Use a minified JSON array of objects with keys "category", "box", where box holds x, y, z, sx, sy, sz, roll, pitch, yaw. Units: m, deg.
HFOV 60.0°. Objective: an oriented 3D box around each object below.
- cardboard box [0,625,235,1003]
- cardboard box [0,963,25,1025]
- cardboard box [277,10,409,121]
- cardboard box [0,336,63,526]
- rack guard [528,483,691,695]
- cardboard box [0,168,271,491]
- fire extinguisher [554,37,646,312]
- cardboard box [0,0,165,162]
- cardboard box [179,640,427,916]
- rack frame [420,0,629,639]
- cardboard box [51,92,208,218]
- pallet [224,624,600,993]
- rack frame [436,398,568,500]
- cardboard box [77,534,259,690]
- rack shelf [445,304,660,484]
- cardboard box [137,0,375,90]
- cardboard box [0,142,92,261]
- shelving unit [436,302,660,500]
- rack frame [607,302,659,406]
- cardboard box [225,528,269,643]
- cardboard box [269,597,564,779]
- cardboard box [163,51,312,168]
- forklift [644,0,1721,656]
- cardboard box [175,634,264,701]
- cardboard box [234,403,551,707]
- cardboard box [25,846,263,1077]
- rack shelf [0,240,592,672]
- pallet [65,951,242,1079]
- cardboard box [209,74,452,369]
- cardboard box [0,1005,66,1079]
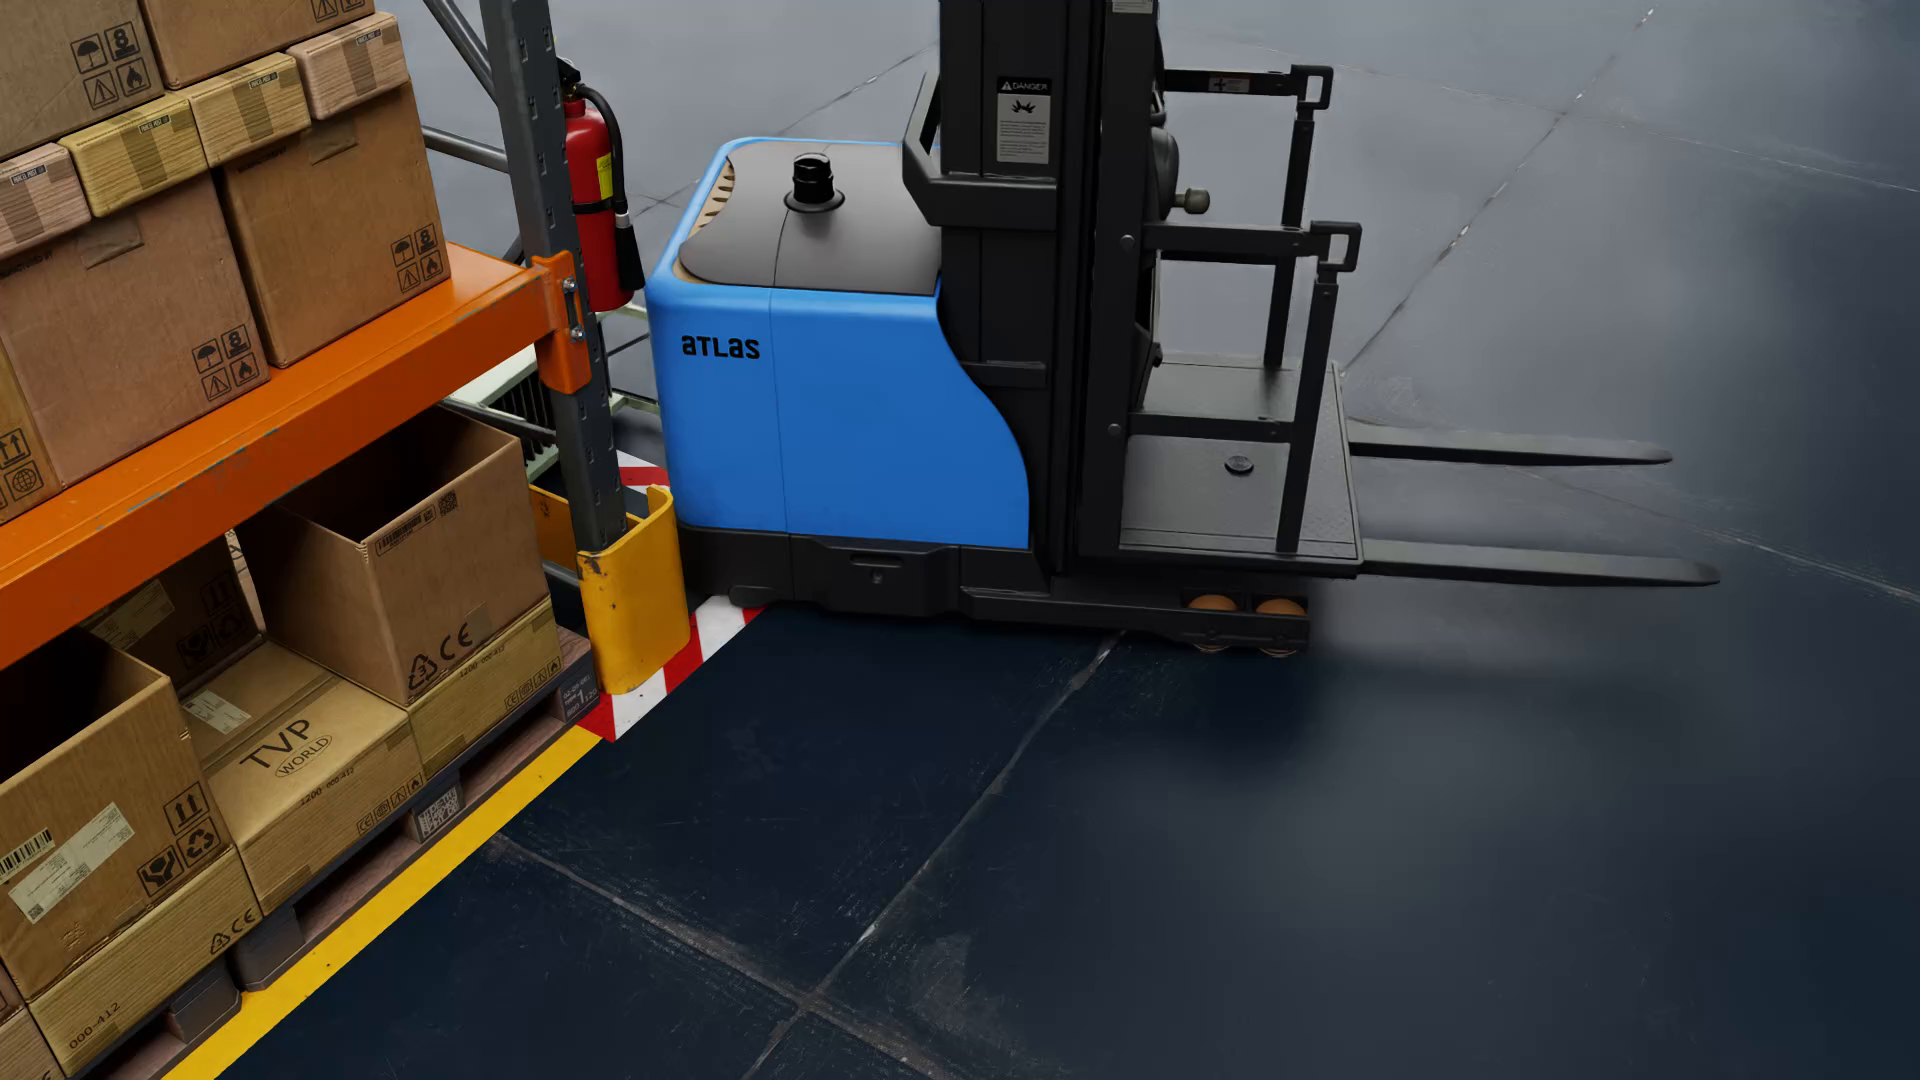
[{"category":"cardboard box","box":[-1.922,0.517,3.417,0.500,0.500,0.500,21,42,25]},{"category":"cardboard box","box":[-2.191,0.774,3.083,0.500,0.500,0.500,21,42,25]},{"category":"cardboard box","box":[-1.407,-1.040,3.529,0.380,0.149,0.250,20,42,24]},{"category":"cardboard box","box":[-2.172,-0.280,3.074,0.700,0.500,0.500,21,43,25]},{"category":"rack guard","box":[-1.350,-0.025,4.873,1.175,0.500,0.348,21,42,25]},{"category":"cardboard box","box":[-1.901,-0.534,3.404,0.700,0.500,0.500,22,43,26]},{"category":"fire extinguisher","box":[-0.907,-0.881,4.000,0.296,0.674,0.183,21,42,25]},{"category":"cardboard box","box":[-1.929,-1.020,2.971,0.700,0.500,0.500,20,42,24]},{"category":"cardboard box","box":[-1.659,0.554,3.982,0.500,0.250,0.500,21,42,25]},{"category":"rack frame","box":[-1.363,-1.003,4.094,1.000,3.000,0.127,21,42,25]},{"category":"cardboard box","box":[-1.683,-0.773,3.183,0.380,0.149,0.250,21,42,24]},{"category":"pallet","box":[-1.737,0.509,4.416,1.003,0.211,1.213,21,42,25]},{"category":"rack frame","box":[-1.772,-0.329,5.276,1.500,0.400,0.023,17,41,20]},{"category":"cardboard box","box":[-2.104,0.085,3.977,0.500,0.500,0.500,21,42,25]},{"category":"rack shelf","box":[-1.317,-0.442,5.422,0.370,0.431,0.720,17,41,20]},{"category":"cardboard box","box":[-1.652,-1.293,3.325,0.700,0.500,0.500,21,42,25]},{"category":"cardboard box","box":[-1.819,-0.644,3.015,0.380,0.149,0.250,22,43,26]},{"category":"shelving unit","box":[-1.610,-0.530,5.536,1.500,0.431,0.755,17,41,20]},{"category":"rack frame","box":[-1.448,-0.730,5.796,1.500,0.400,0.023,17,41,20]},{"category":"cardboard box","box":[-1.838,0.123,4.541,0.500,0.250,0.500,21,42,25]},{"category":"cardboard box","box":[-1.401,0.293,4.321,0.500,0.250,0.500,21,42,25]},{"category":"cardboard box","box":[-1.546,-0.905,3.354,0.380,0.149,0.250,22,43,26]},{"category":"forklift","box":[0.698,-1.169,4.365,3.031,2.935,1.130,4,38,5]},{"category":"cardboard box","box":[-2.103,0.382,4.205,0.500,0.250,0.500,21,42,25]},{"category":"cardboard box","box":[-1.399,-0.004,4.092,0.500,0.500,0.500,21,42,25]},{"category":"cardboard box","box":[-1.925,0.813,3.647,0.500,0.250,0.500,21,42,25]},{"category":"rack shelf","box":[-2.435,0.313,2.976,1.077,0.370,4.000,21,42,25]},{"category":"pallet","box":[-2.392,1.136,3.604,1.003,0.211,1.213,21,42,25]},{"category":"cardboard box","box":[-1.624,-0.806,3.757,0.700,0.500,0.500,21,42,25]},{"category":"cardboard box","box":[-2.194,1.070,3.313,0.500,0.250,0.500,21,42,25]}]
